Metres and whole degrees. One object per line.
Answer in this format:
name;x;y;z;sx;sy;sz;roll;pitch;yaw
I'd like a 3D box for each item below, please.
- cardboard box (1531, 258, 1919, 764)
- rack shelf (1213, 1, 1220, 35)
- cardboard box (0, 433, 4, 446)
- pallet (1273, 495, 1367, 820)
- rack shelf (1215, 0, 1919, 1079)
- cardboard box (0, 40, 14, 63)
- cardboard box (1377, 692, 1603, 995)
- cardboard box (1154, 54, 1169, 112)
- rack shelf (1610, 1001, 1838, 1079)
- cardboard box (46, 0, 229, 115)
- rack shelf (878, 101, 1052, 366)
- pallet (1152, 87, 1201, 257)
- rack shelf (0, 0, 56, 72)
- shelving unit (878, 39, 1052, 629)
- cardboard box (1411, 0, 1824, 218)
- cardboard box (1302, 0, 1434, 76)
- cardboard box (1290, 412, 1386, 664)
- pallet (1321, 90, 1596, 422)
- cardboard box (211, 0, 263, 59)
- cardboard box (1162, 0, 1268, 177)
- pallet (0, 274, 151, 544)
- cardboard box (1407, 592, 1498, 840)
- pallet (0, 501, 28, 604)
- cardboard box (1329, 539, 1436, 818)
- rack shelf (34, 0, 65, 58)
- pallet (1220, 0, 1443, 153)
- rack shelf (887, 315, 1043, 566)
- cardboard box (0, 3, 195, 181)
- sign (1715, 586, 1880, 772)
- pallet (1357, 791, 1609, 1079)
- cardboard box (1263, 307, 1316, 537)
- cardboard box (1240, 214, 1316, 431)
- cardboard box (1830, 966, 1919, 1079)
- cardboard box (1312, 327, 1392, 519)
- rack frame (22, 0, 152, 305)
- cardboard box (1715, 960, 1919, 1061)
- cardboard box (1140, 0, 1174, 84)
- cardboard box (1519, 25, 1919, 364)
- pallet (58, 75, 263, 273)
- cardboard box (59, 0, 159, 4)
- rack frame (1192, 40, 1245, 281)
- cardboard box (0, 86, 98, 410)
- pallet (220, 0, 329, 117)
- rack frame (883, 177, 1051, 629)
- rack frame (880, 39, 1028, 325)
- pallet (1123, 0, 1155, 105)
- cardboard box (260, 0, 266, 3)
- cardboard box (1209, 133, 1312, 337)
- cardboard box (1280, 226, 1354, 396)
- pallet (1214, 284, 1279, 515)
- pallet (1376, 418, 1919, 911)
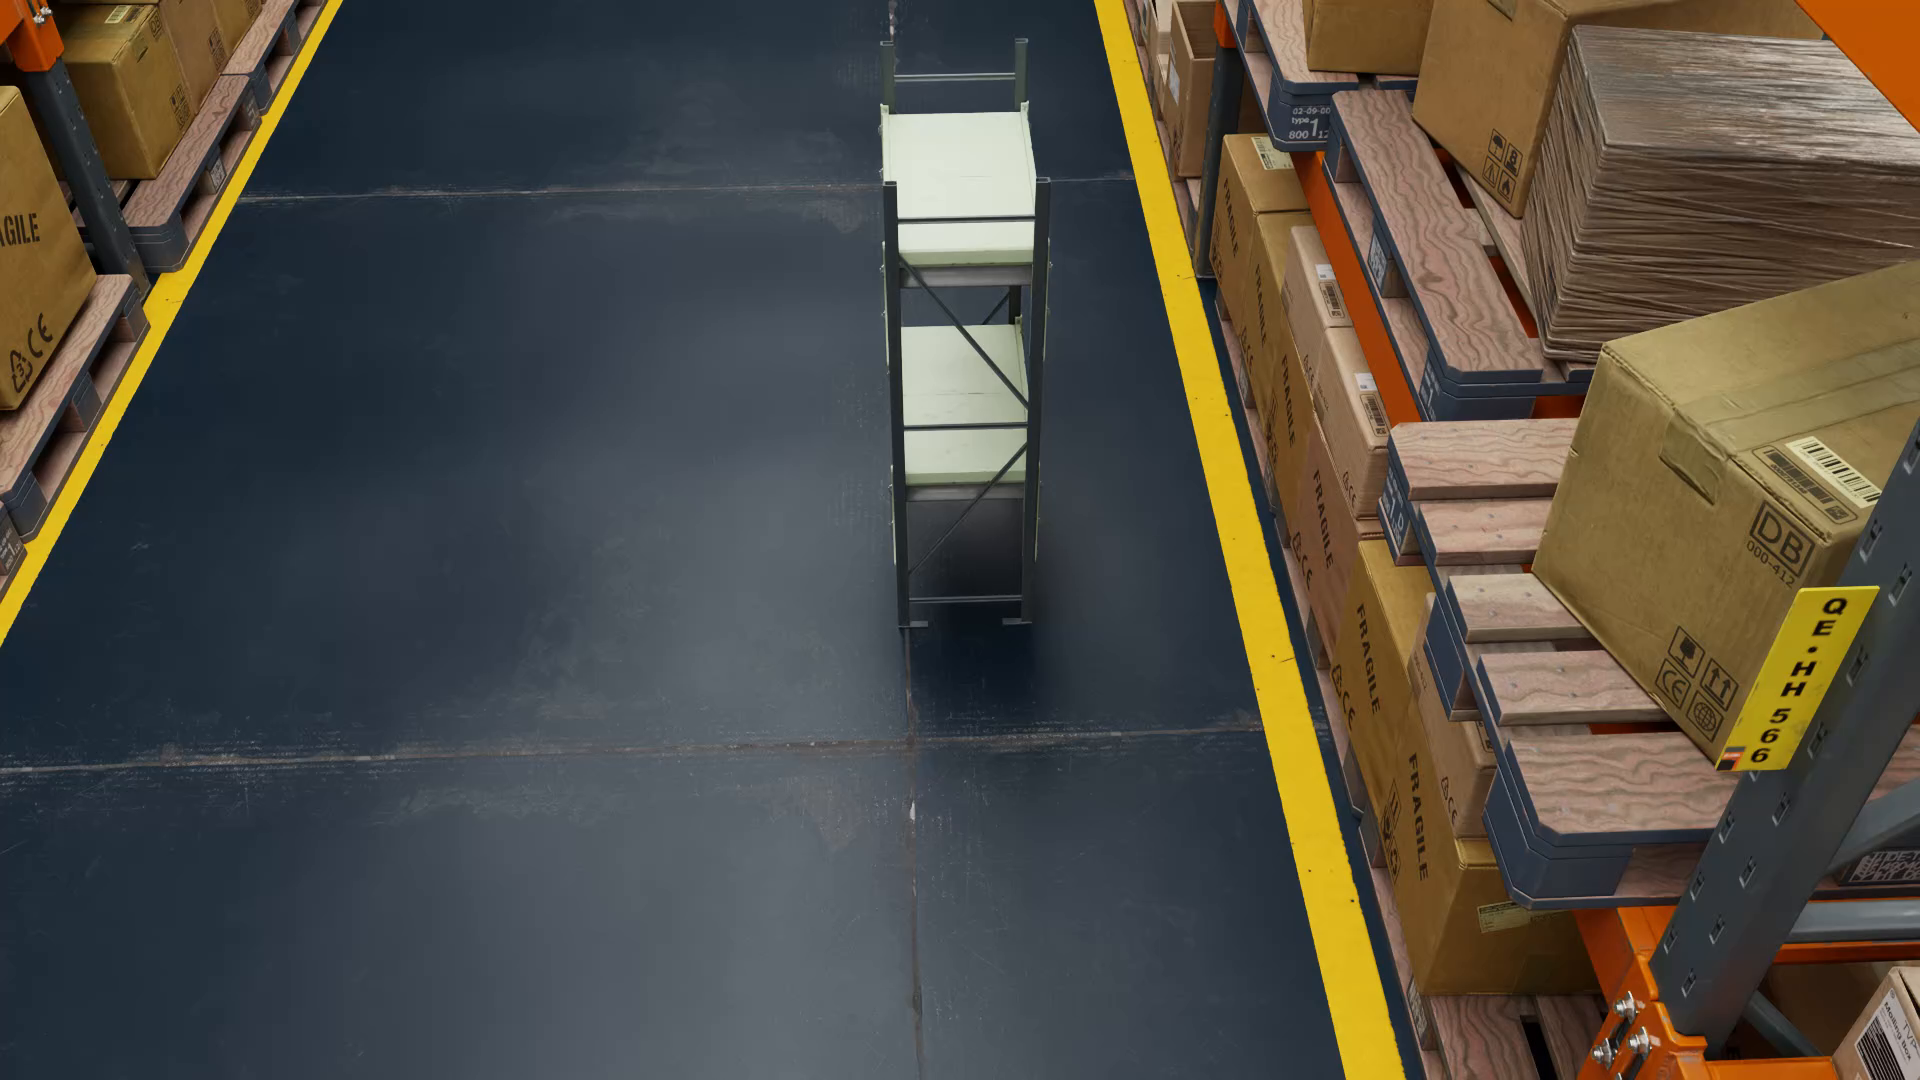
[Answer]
cardboard box;1.427;-0.062;2.713;0.700;0.500;0.500;-15;45;-16
rack shelf;1.312;-3.234;7.090;1.077;0.370;4.000;-2;43;-2
cardboard box;-3.354;-0.331;4.672;0.750;0.750;0.750;0;43;0
pallet;1.524;0.253;4.818;1.003;0.211;1.213;-2;43;-2
rack shelf;1.481;-0.533;4.144;1.077;0.370;4.000;-2;43;-2
cardboard box;-3.674;-1.881;6.141;0.380;0.149;0.250;-2;43;-2
cardboard box;1.292;0.686;3.806;0.500;0.500;0.500;0;43;0
cardboard box;1.013;-1.888;6.874;0.380;0.149;0.250;-2;43;-2
rack shelf;1.651;2.167;1.198;1.077;0.370;4.000;-2;43;-2
cardboard box;-3.500;-2.084;6.843;0.700;0.500;0.500;-2;43;-2
rack shelf;0.000;-0.836;4.475;0.431;0.370;0.720;-2;43;-2
pallet;1.368;-1.584;6.822;1.003;0.211;1.213;-2;43;-2
rack shelf;-3.468;-0.389;3.986;1.077;0.370;4.000;-2;43;-2
shelving unit;0.000;-0.548;4.738;0.431;1.500;0.755;-2;43;-2
cardboard box;1.533;-1.149;3.899;0.700;0.500;0.500;-12;44;-13
cardboard box;1.286;-1.552;4.338;0.700;0.500;0.500;5;43;5
cardboard box;1.242;-0.017;4.573;0.500;0.500;0.500;-3;43;-3
pallet;1.479;-0.690;3.925;1.003;0.211;1.213;-2;43;-2
cardboard box;-3.520;-2.431;7.221;0.700;0.500;0.500;-1;43;-1
cardboard box;1.089;-1.766;6.481;0.500;0.500;0.500;-2;43;-2
pallet;-3.445;-0.457;5.593;1.003;0.211;1.213;-2;43;-2
cardboard box;1.285;0.372;3.594;0.500;0.250;0.500;0;43;0
pallet;-3.390;0.368;4.692;1.003;0.211;1.213;-2;43;-2
cardboard box;1.270;0.337;4.187;0.500;0.500;0.500;-3;43;-3
rack shelf;-3.638;-3.089;6.932;1.077;0.370;4.000;-2;43;-2
pallet;1.321;-1.535;4.847;1.003;0.211;1.213;-2;43;-2
rack shelf;0.000;-0.308;4.959;0.431;0.370;0.720;-2;43;-2
cardboard box;-3.482;-1.745;6.473;0.700;0.500;0.500;-1;43;-1
sign;1.025;0.176;2.040;0.100;0.325;0.005;-2;43;-2
pallet;1.572;1.075;3.921;1.003;0.211;1.213;-2;43;-2
cardboard box;1.221;-0.358;4.945;0.500;0.500;0.500;-1;43;-1
cardboard box;1.207;-0.696;5.314;0.500;0.500;0.500;-1;43;-1
cardboard box;1.538;0.831;2.189;0.500;0.311;0.500;1;43;1
cardboard box;1.238;-0.318;4.347;0.500;0.250;0.500;-2;43;-3
rack frame;-3.553;-2.004;5.216;1.000;3.000;0.127;-2;43;-2
cardboard box;1.833;0.996;3.468;0.500;0.500;0.500;0;43;0
cardboard box;1.057;-2.202;7.097;0.500;0.311;0.500;-2;43;-2
cardboard box;1.579;-0.685;3.392;0.700;0.500;0.500;6;43;6
pallet;-3.507;-1.492;6.721;1.003;0.211;1.213;-2;43;-2
cardboard box;-3.314;-2.221;6.512;0.380;0.149;0.250;0;43;0
rack frame;1.396;-2.149;5.374;1.000;3.000;0.127;-2;43;-2
cardboard box;-3.395;-0.931;5.326;0.750;0.750;0.750;-1;43;-1
pallet;-3.562;-2.317;7.622;1.003;0.211;1.213;-2;43;-2
rack frame;0.016;-0.301;4.469;0.400;1.500;0.023;-2;43;-2
rack frame;-0.015;-0.795;5.008;0.400;1.500;0.023;-2;43;-2
pallet;1.313;-2.410;7.723;1.003;0.211;1.213;-2;43;-2
cardboard box;-3.549;-2.791;7.614;0.700;0.500;0.500;-3;43;-3
cardboard box;1.174;-1.056;5.706;0.500;0.500;0.500;-3;43;-4
cardboard box;1.216;-0.657;4.716;0.500;0.250;0.500;-2;43;-2
pallet;1.469;-0.573;5.719;1.003;0.211;1.213;-2;43;-2
pallet;1.467;0.167;2.990;1.213;0.211;1.003;-2;43;-2
